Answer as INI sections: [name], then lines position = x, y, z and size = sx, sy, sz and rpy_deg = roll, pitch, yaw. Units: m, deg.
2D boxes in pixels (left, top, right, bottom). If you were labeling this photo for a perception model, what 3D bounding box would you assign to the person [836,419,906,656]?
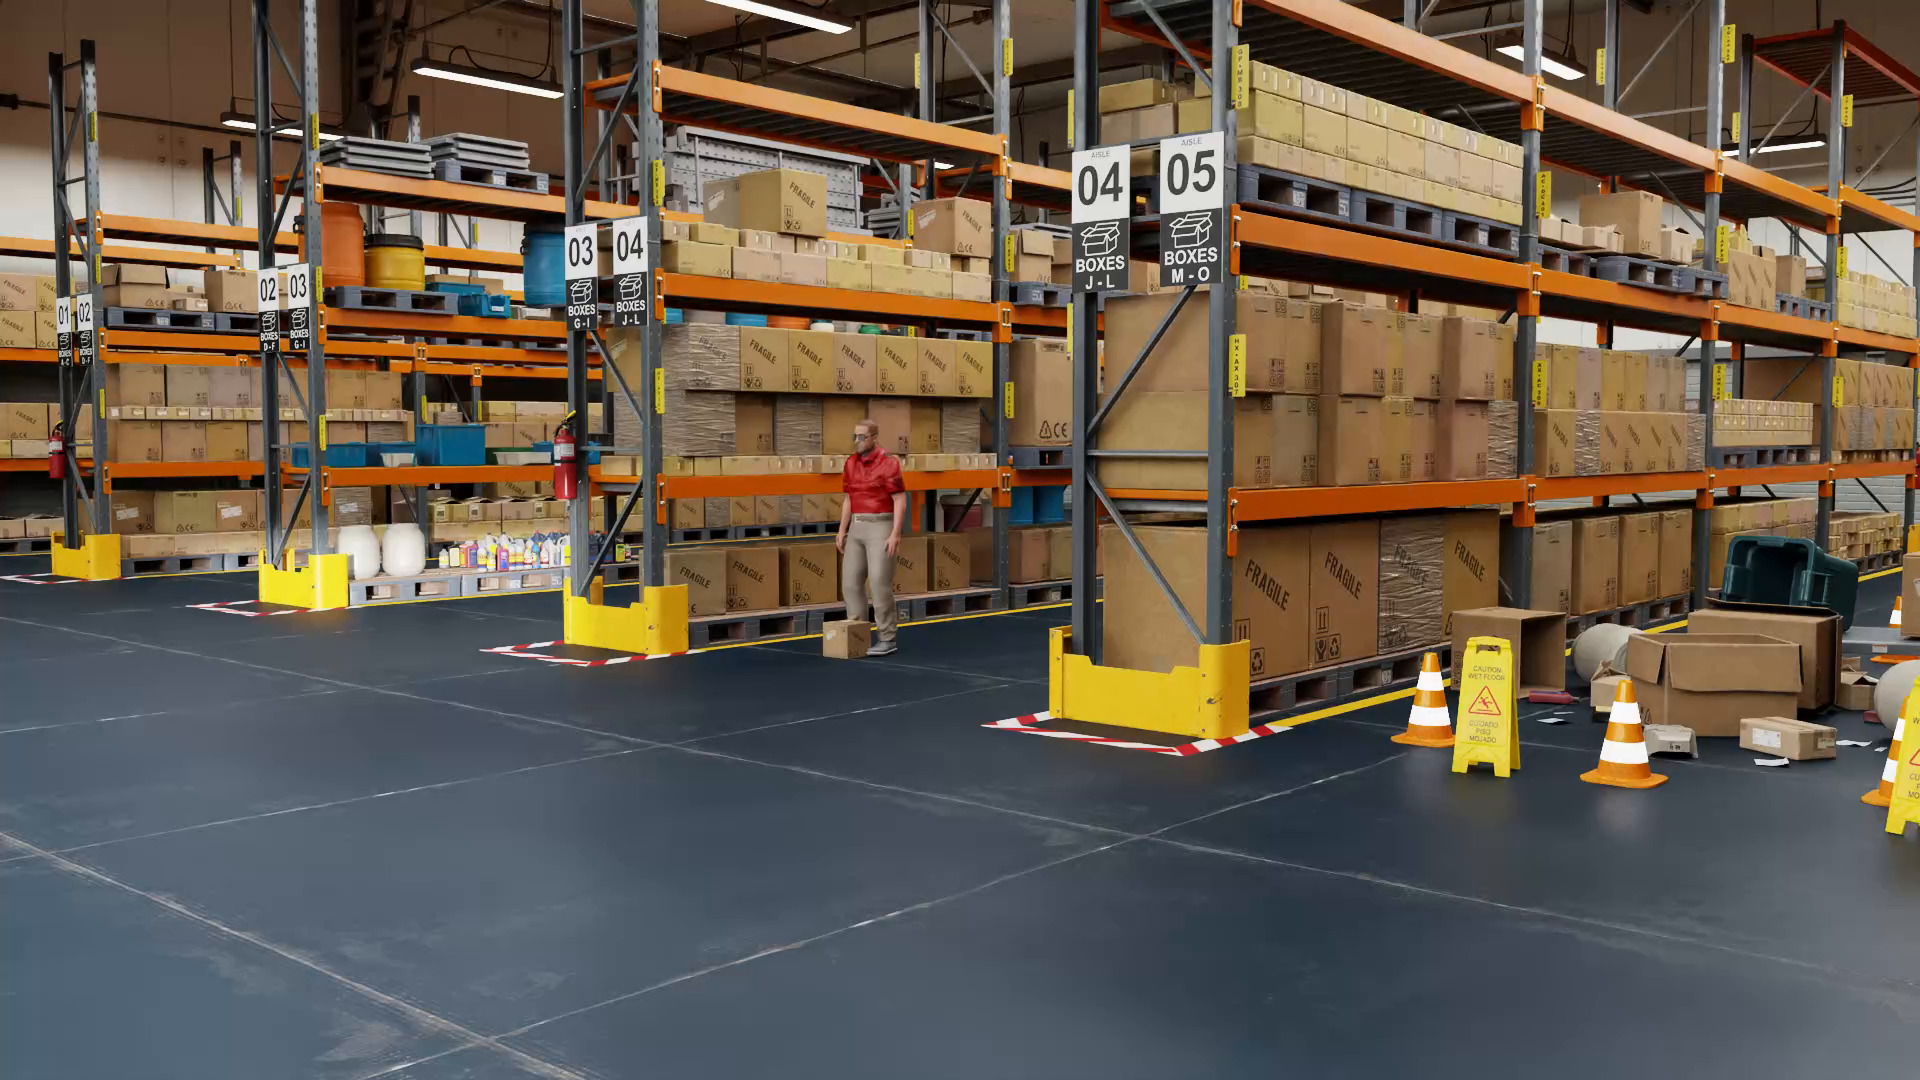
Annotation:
[person]
position = -0.659, -0.027, 12.275
size = 0.595, 1.727, 0.384
rpy_deg = 3, 5, 40
